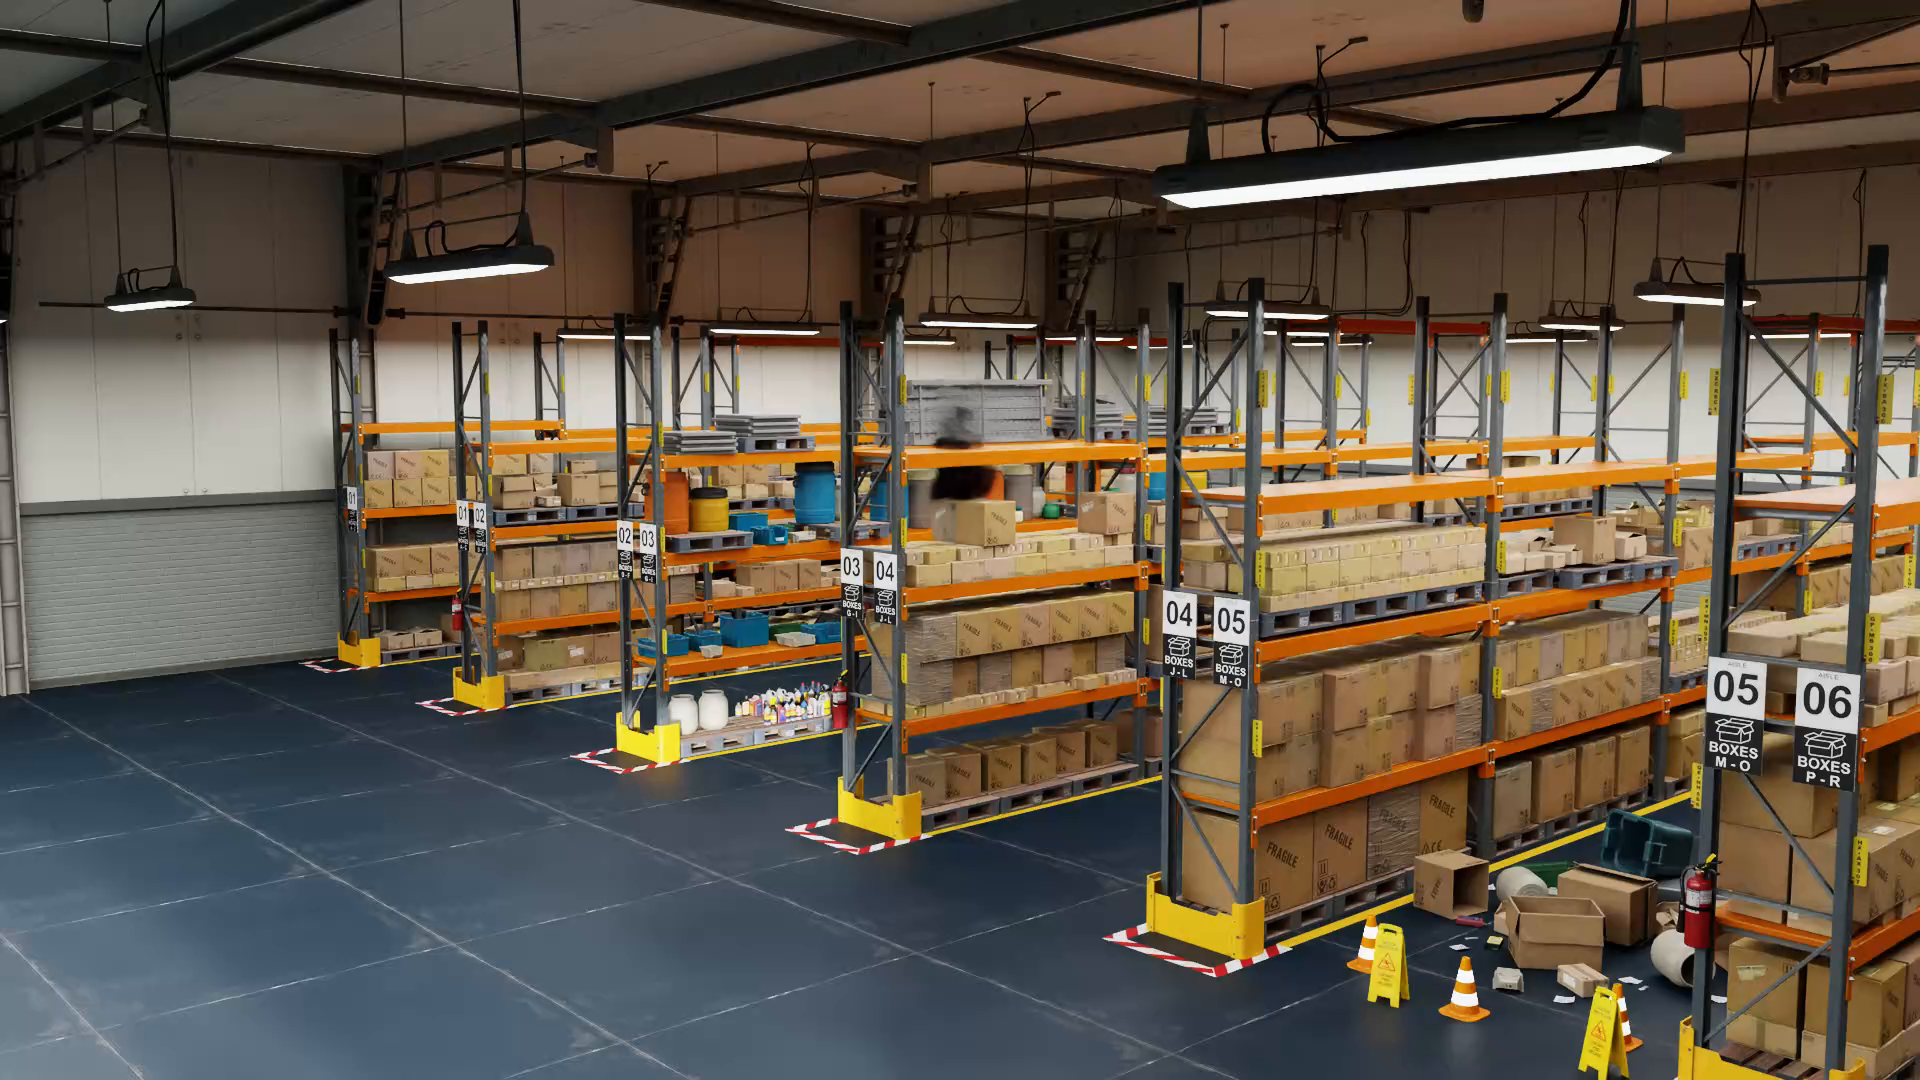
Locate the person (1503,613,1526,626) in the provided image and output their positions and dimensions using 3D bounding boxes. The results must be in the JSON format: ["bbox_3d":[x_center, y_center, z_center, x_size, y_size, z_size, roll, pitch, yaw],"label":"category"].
[{"bbox_3d":[8.268,1.855,24.658,0.591,1.836,0.805,5,8,43],"label":"person"}]
